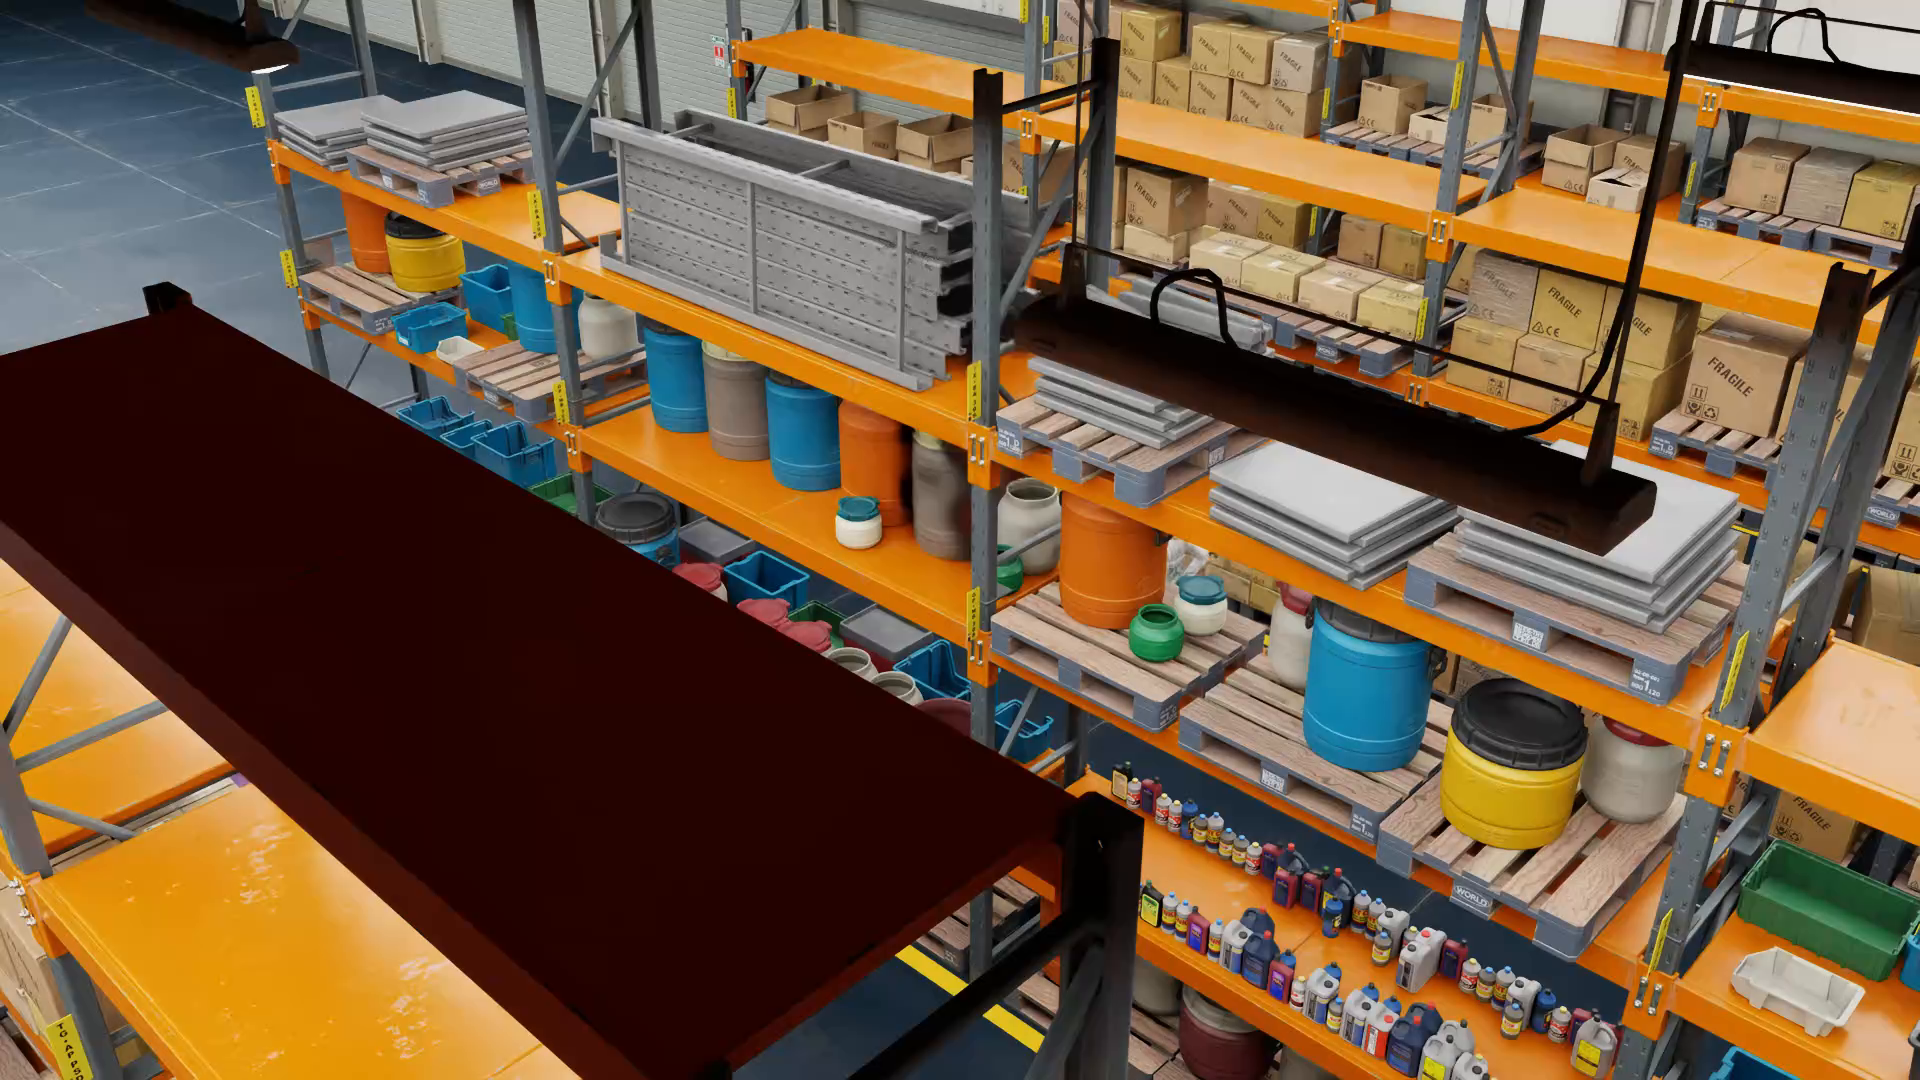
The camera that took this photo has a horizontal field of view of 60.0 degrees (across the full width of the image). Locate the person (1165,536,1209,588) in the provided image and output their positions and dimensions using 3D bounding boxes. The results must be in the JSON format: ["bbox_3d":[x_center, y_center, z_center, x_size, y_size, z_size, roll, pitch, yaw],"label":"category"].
[{"bbox_3d":[1.685,0.451,13.709,0.642,1.678,0.602,20,35,31],"label":"person"}]

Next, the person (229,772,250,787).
[{"bbox_3d":[-4.676,2.057,11.157,0.533,1.419,0.965,-12,32,-21],"label":"person"}]
